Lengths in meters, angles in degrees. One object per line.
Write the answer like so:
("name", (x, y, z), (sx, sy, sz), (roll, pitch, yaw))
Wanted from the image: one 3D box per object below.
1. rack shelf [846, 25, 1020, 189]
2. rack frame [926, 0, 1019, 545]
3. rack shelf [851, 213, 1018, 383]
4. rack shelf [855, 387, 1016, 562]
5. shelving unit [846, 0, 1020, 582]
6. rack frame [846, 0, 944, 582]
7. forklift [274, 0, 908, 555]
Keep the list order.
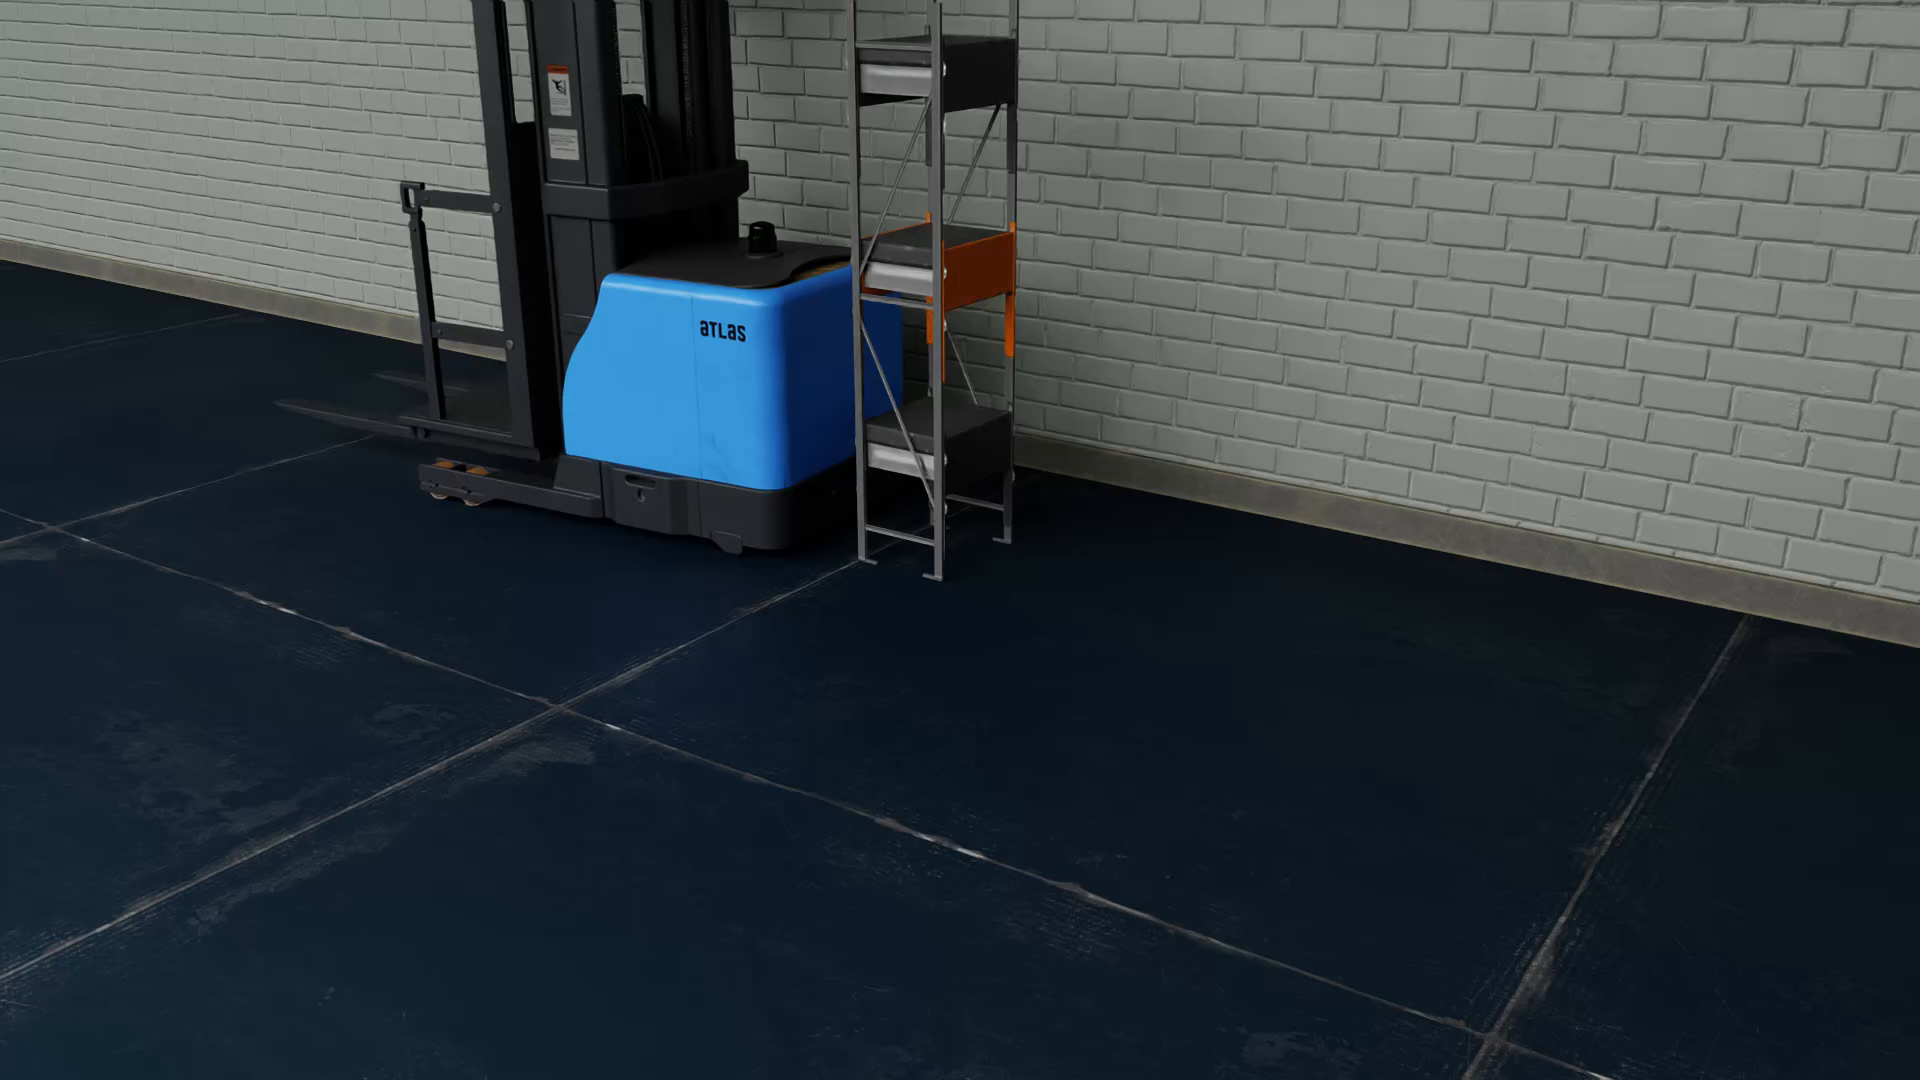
("rack shelf", (-0.093, -1.581, 6.034), (0.431, 0.518, 0.480), (13, 24, 32))
("rack frame", (0.044, -1.007, 6.462), (0.400, 2.100, 0.015), (13, 24, 32))
("rack shelf", (-0.093, -0.925, 6.277), (0.431, 0.518, 0.480), (13, 24, 32))
("rack shelf", (-0.093, -0.268, 6.520), (0.431, 0.518, 0.480), (13, 24, 32))
("shelving unit", (-0.093, -0.937, 6.272), (0.431, 2.100, 0.503), (13, 24, 32))
("rack frame", (-0.230, -0.867, 6.083), (0.400, 2.100, 0.015), (13, 24, 32))
("forklift", (-1.768, -1.666, 7.044), (3.031, 2.935, 1.130), (11, 23, 27))
